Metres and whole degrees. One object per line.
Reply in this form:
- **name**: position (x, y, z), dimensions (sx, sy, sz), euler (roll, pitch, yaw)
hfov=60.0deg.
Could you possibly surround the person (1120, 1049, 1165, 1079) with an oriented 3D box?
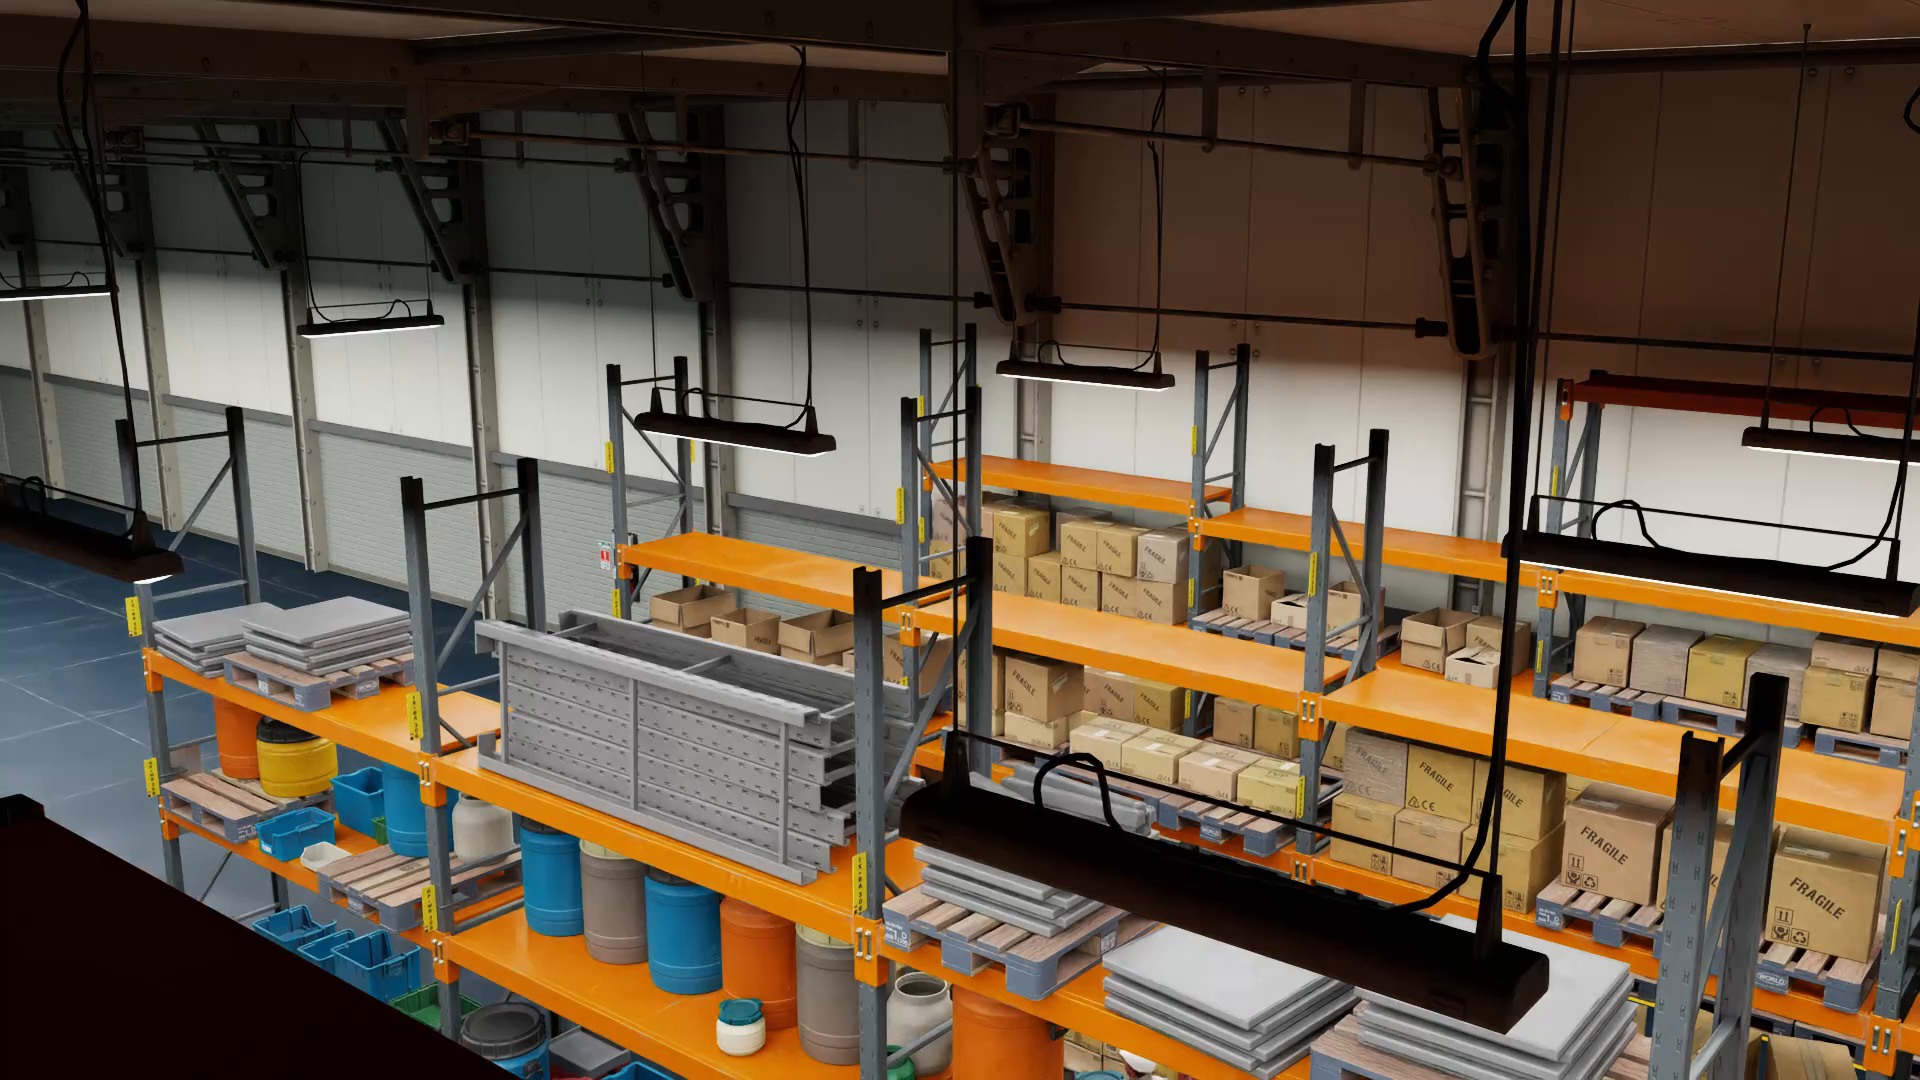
- **person**: position (1.270, 4.500, 12.321), dimensions (1.079, 1.714, 0.520), euler (7, 15, 30)
